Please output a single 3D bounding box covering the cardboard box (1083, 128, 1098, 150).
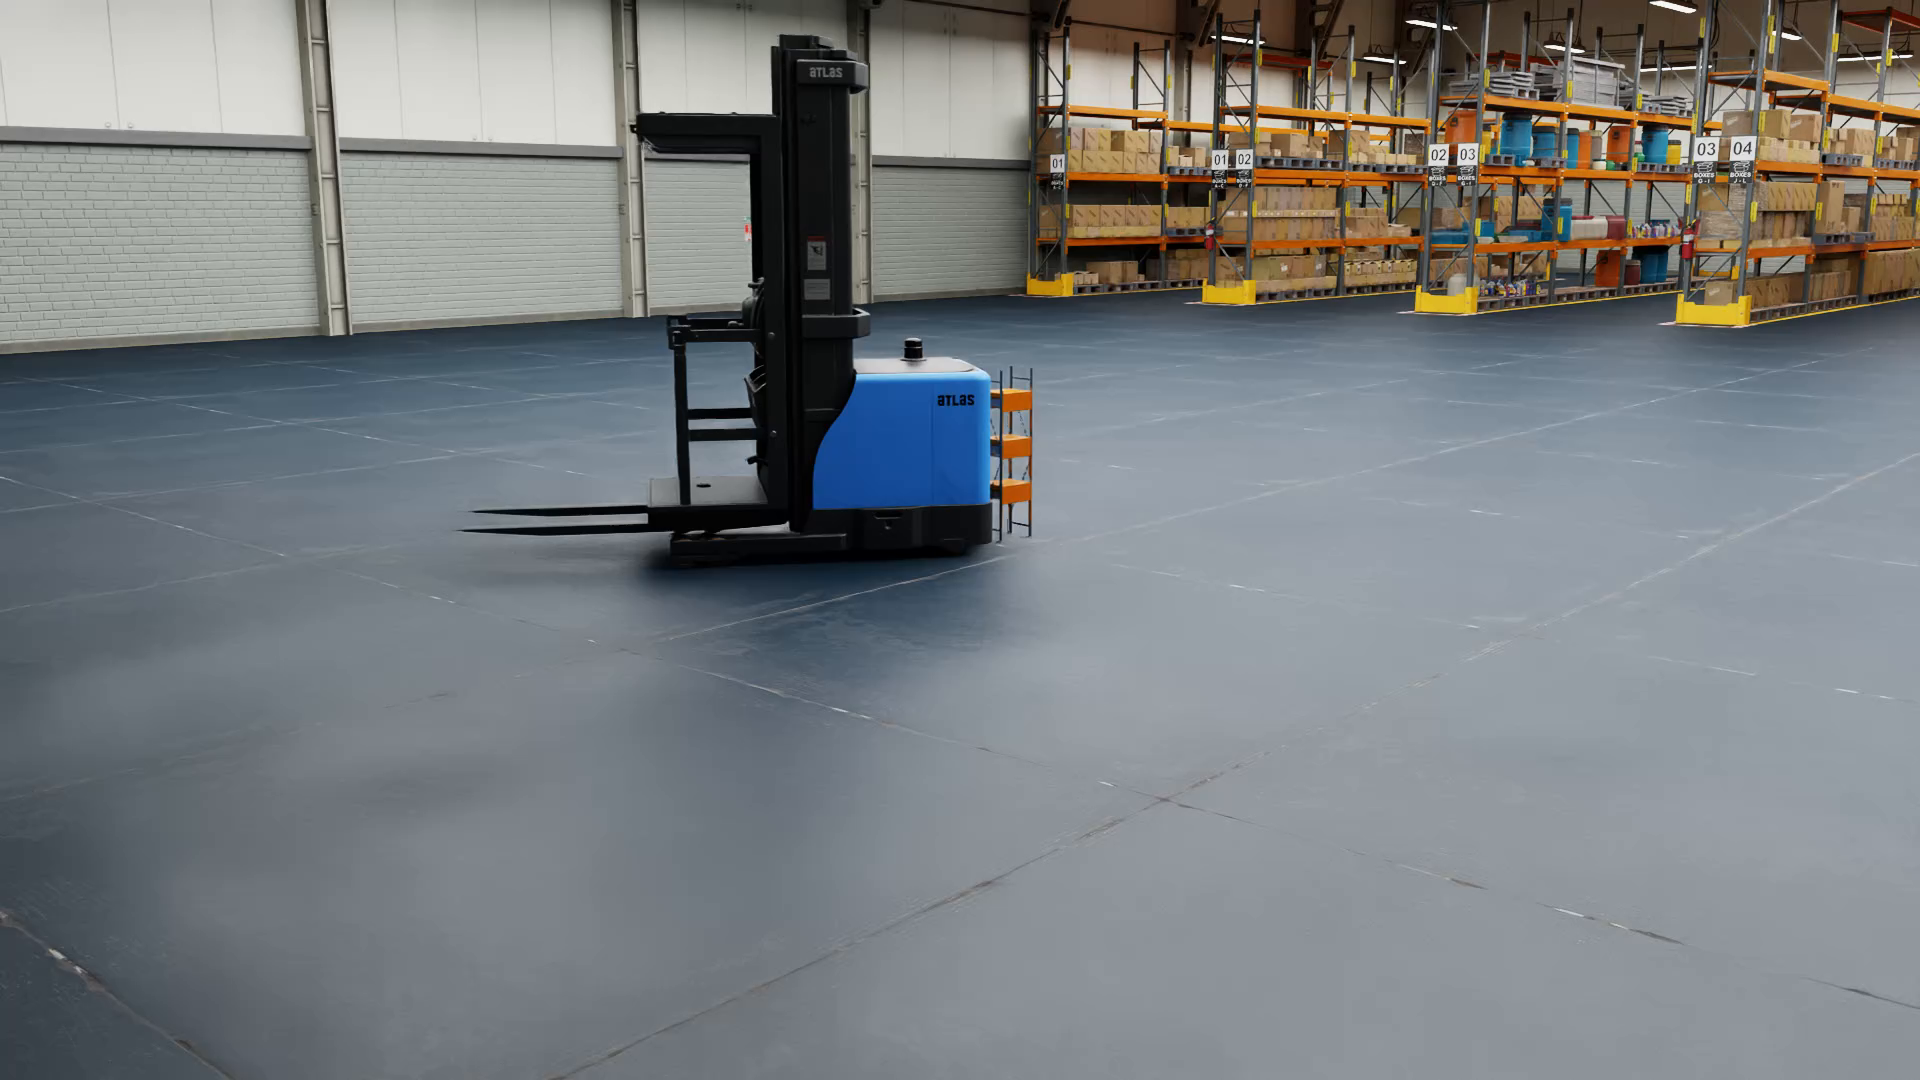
[{"bbox_3d":[2.859,-9.314,38.668,0.500,0.500,0.500,10,15,40],"label":"cardboard box"}]

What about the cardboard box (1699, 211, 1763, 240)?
[{"bbox_3d":[13.600,-5.552,29.337,0.875,0.500,0.500,10,15,40],"label":"cardboard box"}]

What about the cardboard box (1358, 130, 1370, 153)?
[{"bbox_3d":[9.213,-9.293,38.820,0.500,0.500,0.500,-10,15,-42],"label":"cardboard box"}]

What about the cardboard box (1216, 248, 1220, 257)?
[{"bbox_3d":[6.475,-7.548,43.686,0.500,0.250,0.500,10,15,41],"label":"cardboard box"}]

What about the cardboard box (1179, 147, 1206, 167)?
[{"bbox_3d":[5.929,-9.767,42.469,0.500,0.500,0.500,9,14,38],"label":"cardboard box"}]

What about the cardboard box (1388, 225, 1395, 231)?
[{"bbox_3d":[10.322,-7.588,40.772,0.500,0.311,0.500,10,15,40],"label":"cardboard box"}]

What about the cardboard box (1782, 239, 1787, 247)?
[{"bbox_3d":[14.934,-5.457,30.516,0.380,0.149,0.250,10,15,40],"label":"cardboard box"}]

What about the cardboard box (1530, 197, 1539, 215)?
[{"bbox_3d":[15.580,-9.202,45.819,0.500,0.500,0.500,10,15,42],"label":"cardboard box"}]

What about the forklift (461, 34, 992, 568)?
[{"bbox_3d":[-1.377,-1.391,9.690,3.031,2.935,1.130,-2,11,-10],"label":"forklift"}]

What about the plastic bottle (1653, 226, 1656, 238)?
[{"bbox_3d":[16.465,-7.307,39.436,0.061,0.283,0.133,10,15,40],"label":"plastic bottle"}]

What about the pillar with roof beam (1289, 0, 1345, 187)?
[{"bbox_3d":[13.021,-11.567,45.149,9.100,9.000,0.548,10,15,40],"label":"pillar with roof beam"}]

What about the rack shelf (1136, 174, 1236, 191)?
[{"bbox_3d":[6.014,-9.202,42.804,1.077,0.370,4.000,10,15,40],"label":"rack shelf"}]

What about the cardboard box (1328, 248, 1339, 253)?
[{"bbox_3d":[10.909,-8.389,48.206,0.380,0.149,0.250,10,15,42],"label":"cardboard box"}]

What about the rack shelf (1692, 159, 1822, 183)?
[{"bbox_3d":[14.536,-6.693,30.239,1.077,0.370,4.000,10,15,40],"label":"rack shelf"}]

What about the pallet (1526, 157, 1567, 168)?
[{"bbox_3d":[11.733,-7.769,34.271,1.213,0.211,1.003,10,15,40],"label":"pallet"}]

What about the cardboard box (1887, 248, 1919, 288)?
[{"bbox_3d":[21.633,-6.296,38.430,0.875,0.875,0.875,10,15,40],"label":"cardboard box"}]

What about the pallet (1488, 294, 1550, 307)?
[{"bbox_3d":[11.661,-5.048,34.947,1.003,0.211,1.213,10,15,40],"label":"pallet"}]

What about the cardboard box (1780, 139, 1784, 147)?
[{"bbox_3d":[14.456,-7.071,29.660,0.380,0.149,0.250,9,14,38],"label":"cardboard box"}]

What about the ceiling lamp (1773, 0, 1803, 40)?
[{"bbox_3d":[18.968,-13.006,37.449,0.800,3.185,2.000,10,15,40],"label":"ceiling lamp"}]

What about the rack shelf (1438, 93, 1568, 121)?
[{"bbox_3d":[10.816,-8.608,33.190,1.077,0.370,4.000,10,15,40],"label":"rack shelf"}]

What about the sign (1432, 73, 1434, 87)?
[{"bbox_3d":[11.477,-11.145,40.246,0.100,0.325,0.005,10,15,40],"label":"sign"}]

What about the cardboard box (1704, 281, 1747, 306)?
[{"bbox_3d":[13.641,-4.350,29.642,0.500,0.500,0.500,-9,14,-37],"label":"cardboard box"}]

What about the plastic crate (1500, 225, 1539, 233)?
[{"bbox_3d":[11.695,-6.418,34.844,0.767,0.338,0.504,10,15,40],"label":"plastic crate"}]

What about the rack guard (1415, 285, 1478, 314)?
[{"bbox_3d":[9.510,-4.712,32.526,1.175,0.500,0.348,10,15,40],"label":"rack guard"}]

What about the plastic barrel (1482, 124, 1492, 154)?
[{"bbox_3d":[10.152,-7.874,32.764,0.600,0.588,0.600,0,11,0],"label":"plastic barrel"}]

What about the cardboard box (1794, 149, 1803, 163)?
[{"bbox_3d":[15.067,-7.014,30.395,0.500,0.250,0.500,10,15,40],"label":"cardboard box"}]

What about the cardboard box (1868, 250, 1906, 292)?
[{"bbox_3d":[20.141,-5.981,36.852,1.225,0.875,0.875,9,14,38],"label":"cardboard box"}]

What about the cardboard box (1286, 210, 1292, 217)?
[{"bbox_3d":[7.046,-7.148,36.430,0.380,0.149,0.250,10,15,40],"label":"cardboard box"}]

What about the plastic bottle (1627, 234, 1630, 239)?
[{"bbox_3d":[15.305,-7.059,38.210,0.152,0.276,0.135,10,15,40],"label":"plastic bottle"}]

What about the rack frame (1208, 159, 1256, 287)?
[{"bbox_3d":[5.777,-6.561,35.404,1.000,3.000,0.127,10,15,40],"label":"rack frame"}]

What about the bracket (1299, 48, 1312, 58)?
[{"bbox_3d":[9.780,-13.782,47.047,0.235,0.232,0.430,10,15,40],"label":"bracket"}]

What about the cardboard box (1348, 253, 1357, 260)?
[{"bbox_3d":[11.220,-8.192,48.880,0.700,0.500,0.500,10,15,42],"label":"cardboard box"}]

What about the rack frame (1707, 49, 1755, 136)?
[{"bbox_3d":[20.057,-11.216,43.393,1.000,3.000,0.127,10,15,40],"label":"rack frame"}]

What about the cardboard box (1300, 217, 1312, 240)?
[{"bbox_3d":[7.452,-6.981,37.250,0.700,0.500,0.500,10,15,41],"label":"cardboard box"}]

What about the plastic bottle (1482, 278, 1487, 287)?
[{"bbox_3d":[10.886,-5.270,34.580,0.144,0.351,0.185,10,15,40],"label":"plastic bottle"}]

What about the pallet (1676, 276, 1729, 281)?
[{"bbox_3d":[19.484,-6.791,43.672,1.003,0.211,1.213,10,15,40],"label":"pallet"}]

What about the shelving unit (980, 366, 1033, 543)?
[{"bbox_3d":[0.282,-0.527,10.167,0.252,1.050,0.215,-9,15,-39],"label":"shelving unit"}]

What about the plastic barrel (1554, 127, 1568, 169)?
[{"bbox_3d":[12.740,-8.425,35.795,0.600,0.901,0.600,0,11,0],"label":"plastic barrel"}]

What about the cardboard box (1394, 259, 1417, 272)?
[{"bbox_3d":[10.897,-6.762,40.925,0.500,0.311,0.500,10,15,42],"label":"cardboard box"}]

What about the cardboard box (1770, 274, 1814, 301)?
[{"bbox_3d":[16.278,-4.946,32.575,0.700,0.500,0.500,8,14,36],"label":"cardboard box"}]

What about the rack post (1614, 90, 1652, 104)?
[{"bbox_3d":[15.224,-10.114,38.068,0.954,0.300,0.937,10,15,40],"label":"rack post"}]

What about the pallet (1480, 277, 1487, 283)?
[{"bbox_3d":[13.190,-6.835,43.893,1.003,0.211,1.213,10,15,40],"label":"pallet"}]

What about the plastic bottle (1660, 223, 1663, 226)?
[{"bbox_3d":[16.947,-7.503,40.244,0.144,0.351,0.185,10,15,40],"label":"plastic bottle"}]

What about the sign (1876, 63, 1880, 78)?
[{"bbox_3d":[20.737,-10.599,37.511,0.100,0.325,0.005,10,15,40],"label":"sign"}]

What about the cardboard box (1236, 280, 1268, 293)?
[{"bbox_3d":[6.298,-5.469,35.883,0.500,0.250,0.500,10,15,40],"label":"cardboard box"}]

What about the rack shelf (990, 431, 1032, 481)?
[{"bbox_3d":[0.282,-0.516,10.169,0.240,0.259,0.215,-9,15,-39],"label":"rack shelf"}]

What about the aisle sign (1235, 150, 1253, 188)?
[{"bbox_3d":[5.964,-7.787,34.903,0.394,0.787,0.004,10,15,40],"label":"aisle sign"}]

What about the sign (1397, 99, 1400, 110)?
[{"bbox_3d":[13.014,-12.922,49.345,0.100,0.325,0.005,10,15,40],"label":"sign"}]

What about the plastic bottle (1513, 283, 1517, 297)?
[{"bbox_3d":[11.352,-5.120,34.028,0.097,0.271,0.097,0,11,0],"label":"plastic bottle"}]

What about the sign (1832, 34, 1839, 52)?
[{"bbox_3d":[16.252,-9.235,30.884,0.100,0.325,0.005,10,15,40],"label":"sign"}]

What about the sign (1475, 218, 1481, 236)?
[{"bbox_3d":[9.906,-5.984,31.808,0.100,0.325,0.005,10,15,40],"label":"sign"}]

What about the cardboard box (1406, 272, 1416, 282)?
[{"bbox_3d":[10.894,-6.487,40.980,0.500,0.250,0.500,10,15,42],"label":"cardboard box"}]

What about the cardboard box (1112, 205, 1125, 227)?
[{"bbox_3d":[3.606,-7.761,39.826,0.500,0.500,0.500,10,15,42],"label":"cardboard box"}]
